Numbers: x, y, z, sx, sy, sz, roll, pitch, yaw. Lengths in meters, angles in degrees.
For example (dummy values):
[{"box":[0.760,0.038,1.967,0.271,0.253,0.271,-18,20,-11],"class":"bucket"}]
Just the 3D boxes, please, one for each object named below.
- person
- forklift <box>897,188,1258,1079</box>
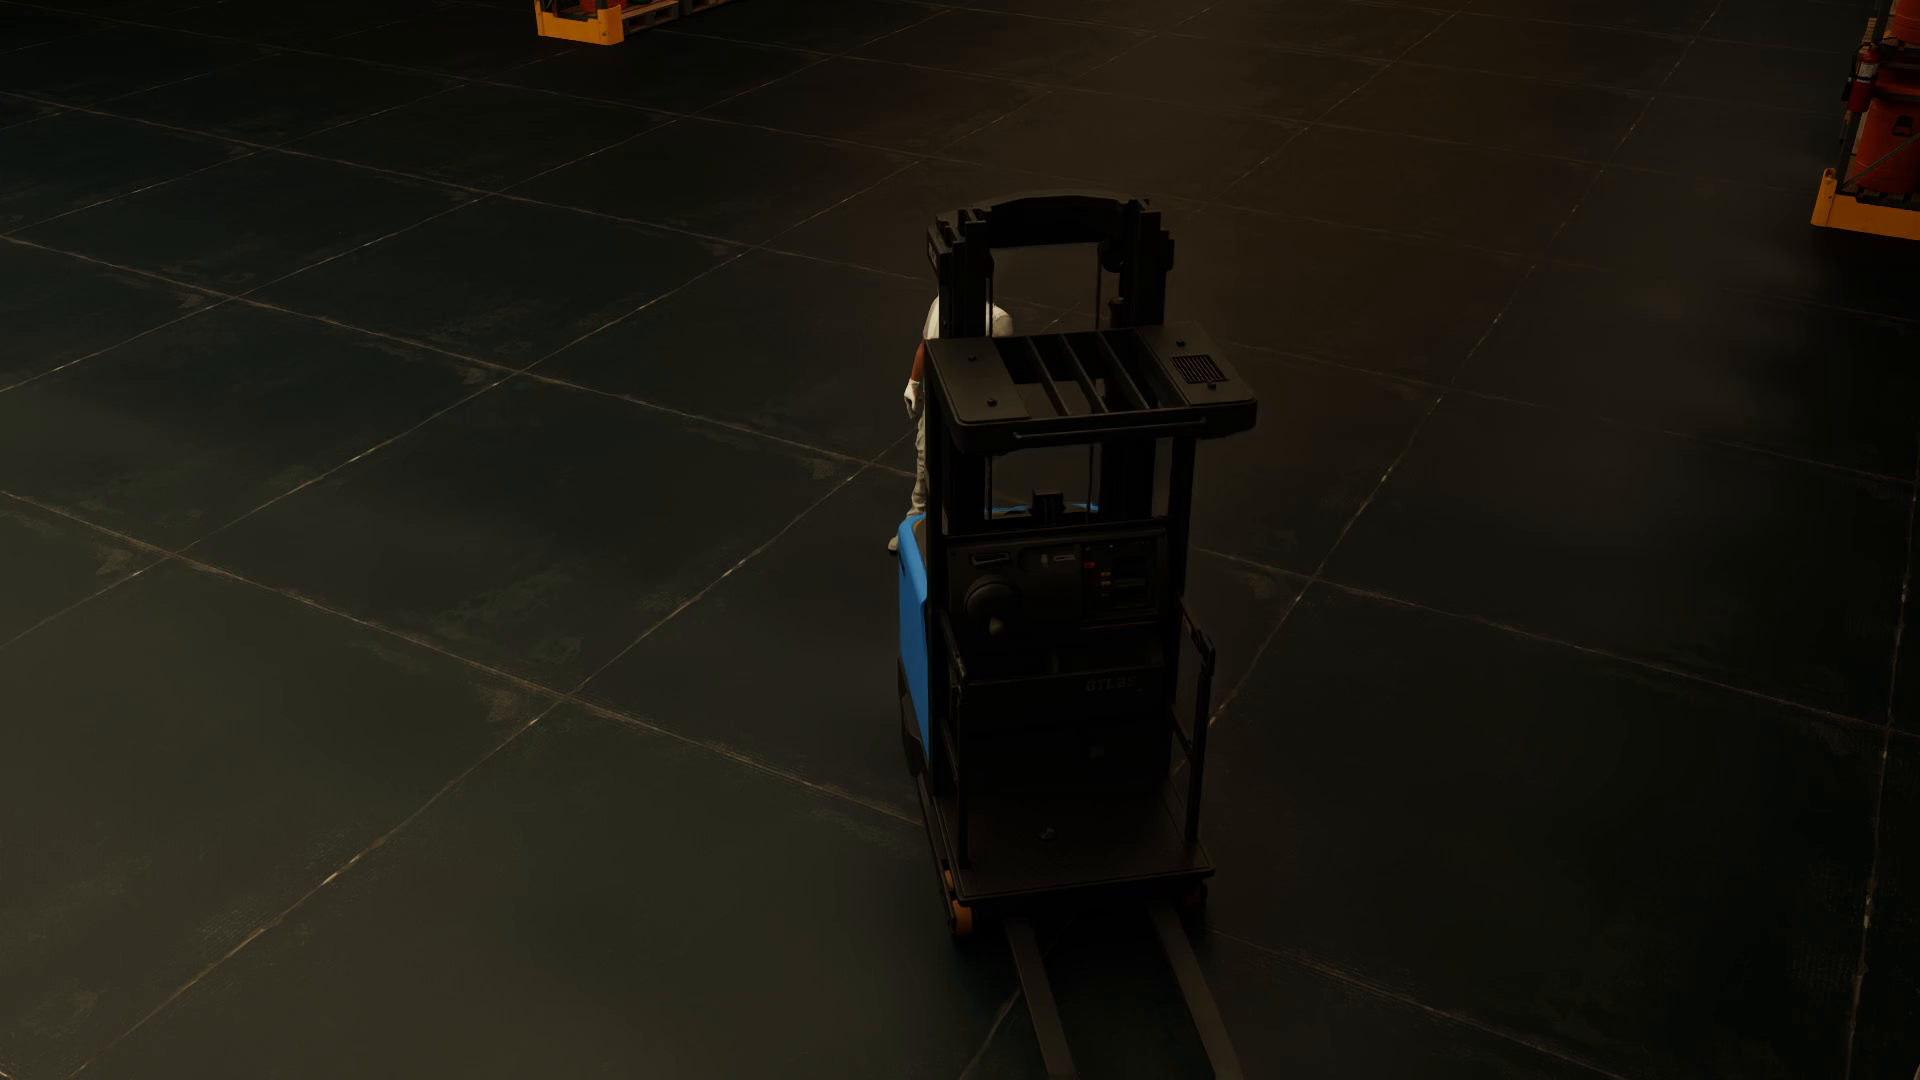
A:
[{"box":[-0.042,-0.748,9.502,0.656,1.784,0.575,15,33,25],"class":"person"},{"box":[0.449,0.224,6.682,1.130,2.935,3.031,-5,30,-9],"class":"forklift"}]
